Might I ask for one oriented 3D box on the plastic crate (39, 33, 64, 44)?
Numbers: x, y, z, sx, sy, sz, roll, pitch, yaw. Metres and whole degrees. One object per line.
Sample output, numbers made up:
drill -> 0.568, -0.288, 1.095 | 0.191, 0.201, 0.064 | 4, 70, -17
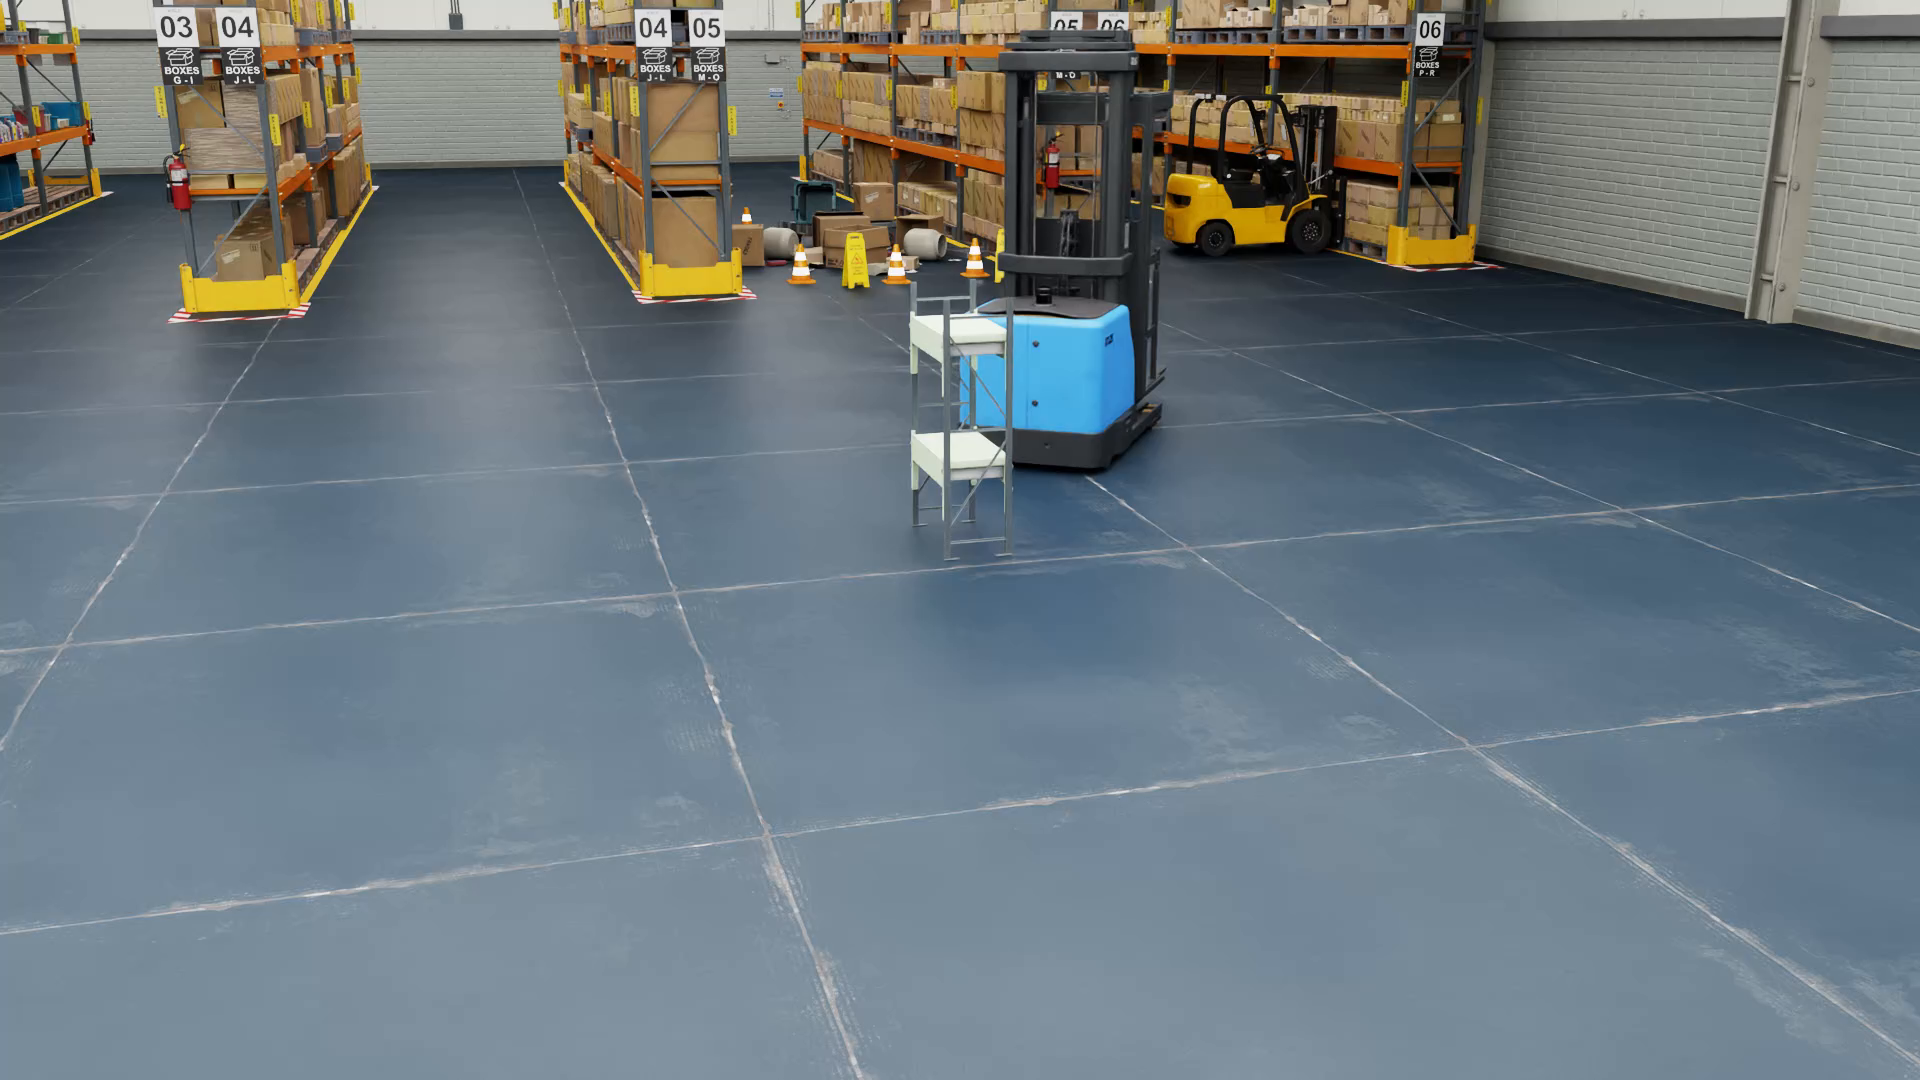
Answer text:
plastic crate -> -16.591, -9.124, 30.266 | 0.450, 0.188, 0.336 | -5, 17, -15

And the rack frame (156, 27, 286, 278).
rack frame -> -7.977, -4.005, 18.071 | 1.000, 3.000, 0.127 | -5, 17, -15

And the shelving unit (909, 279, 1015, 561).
shelving unit -> 0.002, -0.716, 9.730 | 0.431, 1.500, 0.755 | -5, 17, -15

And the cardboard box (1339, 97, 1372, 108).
cardboard box -> 5.594, -6.189, 23.524 | 0.380, 0.149, 0.250 | -4, 17, -14

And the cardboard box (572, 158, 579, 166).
cardboard box -> -7.380, -7.381, 32.502 | 0.380, 0.149, 0.250 | -4, 17, -14

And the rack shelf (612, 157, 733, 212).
rack shelf -> -3.730, -4.578, 21.228 | 1.077, 0.370, 4.000 | -5, 17, -15

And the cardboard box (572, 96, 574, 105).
cardboard box -> -6.456, -7.551, 28.549 | 0.380, 0.149, 0.250 | -4, 17, -13

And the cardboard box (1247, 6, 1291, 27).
cardboard box -> 4.790, -8.112, 25.781 | 0.500, 0.311, 0.500 | -5, 18, -17

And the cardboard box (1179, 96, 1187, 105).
cardboard box -> 4.003, -7.568, 28.631 | 0.380, 0.149, 0.250 | -4, 17, -14

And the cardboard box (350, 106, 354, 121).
cardboard box -> -11.432, -7.826, 30.536 | 0.500, 0.250, 0.500 | -4, 17, -14

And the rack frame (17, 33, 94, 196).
rack frame -> -17.137, -8.039, 31.501 | 1.000, 3.000, 0.127 | -5, 17, -15

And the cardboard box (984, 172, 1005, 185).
cardboard box -> 0.551, -5.009, 23.031 | 0.380, 0.149, 0.250 | -4, 17, -12

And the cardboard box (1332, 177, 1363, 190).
cardboard box -> 5.470, -5.068, 23.921 | 0.500, 0.250, 0.500 | -5, 17, -16

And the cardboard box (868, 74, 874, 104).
cardboard box -> -1.320, -7.929, 29.224 | 0.500, 0.500, 0.500 | -5, 17, -15

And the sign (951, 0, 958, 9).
sign -> -0.081, -7.723, 23.650 | 0.100, 0.325, 0.005 | -5, 17, -15

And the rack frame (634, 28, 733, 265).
rack frame -> -3.181, -4.369, 19.283 | 1.000, 3.000, 0.127 | -5, 17, -15

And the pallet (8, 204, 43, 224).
pallet -> -15.866, -5.380, 27.497 | 1.003, 0.211, 1.213 | -5, 17, -15

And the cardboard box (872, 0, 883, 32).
cardboard box -> -1.102, -8.946, 28.401 | 0.700, 0.500, 0.500 | -6, 18, -18

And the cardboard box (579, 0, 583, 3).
cardboard box -> -6.113, -8.879, 27.577 | 0.396, 0.266, 0.258 | -5, 17, -15

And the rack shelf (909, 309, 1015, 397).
rack shelf -> 0.002, -1.090, 9.618 | 0.431, 0.370, 0.720 | -5, 17, -15

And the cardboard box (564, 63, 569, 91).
cardboard box -> -7.300, -8.893, 31.916 | 0.500, 0.500, 0.500 | -5, 18, -17

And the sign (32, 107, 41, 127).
sign -> -15.508, -7.108, 27.920 | 0.100, 0.325, 0.005 | -5, 17, -15

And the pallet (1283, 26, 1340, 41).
pallet -> 5.483, -7.449, 24.475 | 1.003, 0.211, 1.213 | -5, 17, -15

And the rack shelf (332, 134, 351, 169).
rack shelf -> -10.726, -6.426, 27.383 | 1.077, 0.370, 4.000 | -5, 17, -15

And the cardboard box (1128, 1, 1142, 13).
cardboard box -> 3.279, -10.258, 31.968 | 0.396, 0.266, 0.258 | -5, 17, -15

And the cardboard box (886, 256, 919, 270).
cardboard box -> -0.751, -3.626, 21.764 | 0.380, 0.149, 0.250 | 4, 17, 13

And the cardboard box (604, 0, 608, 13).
cardboard box -> -4.415, -7.074, 21.915 | 0.500, 0.250, 0.500 | -5, 17, -15

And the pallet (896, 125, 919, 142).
pallet -> -0.349, -6.721, 27.445 | 1.213, 0.211, 1.003 | -5, 17, -15

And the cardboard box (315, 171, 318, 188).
cardboard box -> -9.963, -5.407, 25.017 | 0.500, 0.250, 0.500 | -4, 17, -13

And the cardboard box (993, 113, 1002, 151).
cardboard box -> 0.748, -5.526, 22.445 | 0.500, 0.500, 0.500 | -4, 17, -15

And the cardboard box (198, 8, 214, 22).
cardboard box -> -8.313, -5.694, 18.047 | 0.380, 0.149, 0.250 | -5, 18, -17

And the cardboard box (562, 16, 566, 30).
cardboard box -> -7.295, -9.832, 31.648 | 0.500, 0.250, 0.500 | -5, 18, -17

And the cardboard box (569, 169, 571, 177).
cardboard box -> -7.742, -7.460, 33.800 | 0.380, 0.149, 0.250 | -4, 17, -14

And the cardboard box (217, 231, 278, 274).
cardboard box -> -8.330, -3.346, 19.491 | 0.500, 0.500, 0.500 | 0, 17, -1

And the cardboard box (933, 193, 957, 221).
cardboard box -> 0.104, -5.181, 25.823 | 0.950, 0.372, 0.625 | -4, 17, -12

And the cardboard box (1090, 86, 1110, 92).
cardboard box -> 2.943, -8.599, 32.460 | 0.700, 0.500, 0.500 | -4, 17, -14

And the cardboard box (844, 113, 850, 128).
cardboard box -> -1.880, -7.893, 31.276 | 0.500, 0.250, 0.500 | -5, 17, -17

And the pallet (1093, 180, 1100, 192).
pallet -> 3.285, -6.944, 32.701 | 1.003, 0.211, 1.213 | -5, 17, -15

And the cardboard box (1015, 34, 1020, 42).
cardboard box -> 0.924, -6.464, 21.480 | 0.380, 0.149, 0.250 | -5, 17, -16

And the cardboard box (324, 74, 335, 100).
cardboard box -> -11.092, -7.676, 28.376 | 0.797, 0.503, 0.637 | -5, 17, -17

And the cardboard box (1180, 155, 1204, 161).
cardboard box -> 4.233, -6.954, 30.375 | 0.380, 0.149, 0.250 | -4, 17, -14

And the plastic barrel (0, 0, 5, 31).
plastic barrel -> -15.592, -8.424, 26.511 | 0.600, 0.588, 0.600 | 0, 17, 0

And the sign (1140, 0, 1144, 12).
sign -> 3.557, -10.419, 32.626 | 0.100, 0.325, 0.005 | -5, 17, -15

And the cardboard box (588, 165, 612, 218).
cardboard box -> -5.298, -5.530, 26.329 | 1.050, 0.750, 0.750 | -5, 17, -16

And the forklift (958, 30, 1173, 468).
forklift -> 0.937, -2.276, 12.433 | 1.130, 2.935, 3.031 | 6, 18, 18

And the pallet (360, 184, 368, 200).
pallet -> -11.748, -6.543, 31.368 | 1.003, 0.211, 1.213 | -5, 17, -15

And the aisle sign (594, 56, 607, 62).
aisle sign -> -7.309, -10.084, 33.789 | 0.394, 0.787, 0.004 | -5, 17, -15

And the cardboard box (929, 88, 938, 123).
cardboard box -> -0.169, -6.676, 25.543 | 0.500, 0.500, 0.500 | -4, 17, -13

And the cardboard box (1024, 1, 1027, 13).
cardboard box -> 1.032, -6.775, 21.127 | 0.380, 0.149, 0.250 | -5, 17, -15

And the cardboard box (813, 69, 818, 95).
cardboard box -> -2.690, -9.301, 33.791 | 0.500, 0.500, 0.500 | -5, 17, -16

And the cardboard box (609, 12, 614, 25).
cardboard box -> -4.298, -6.703, 21.373 | 0.380, 0.149, 0.250 | -5, 17, -16
